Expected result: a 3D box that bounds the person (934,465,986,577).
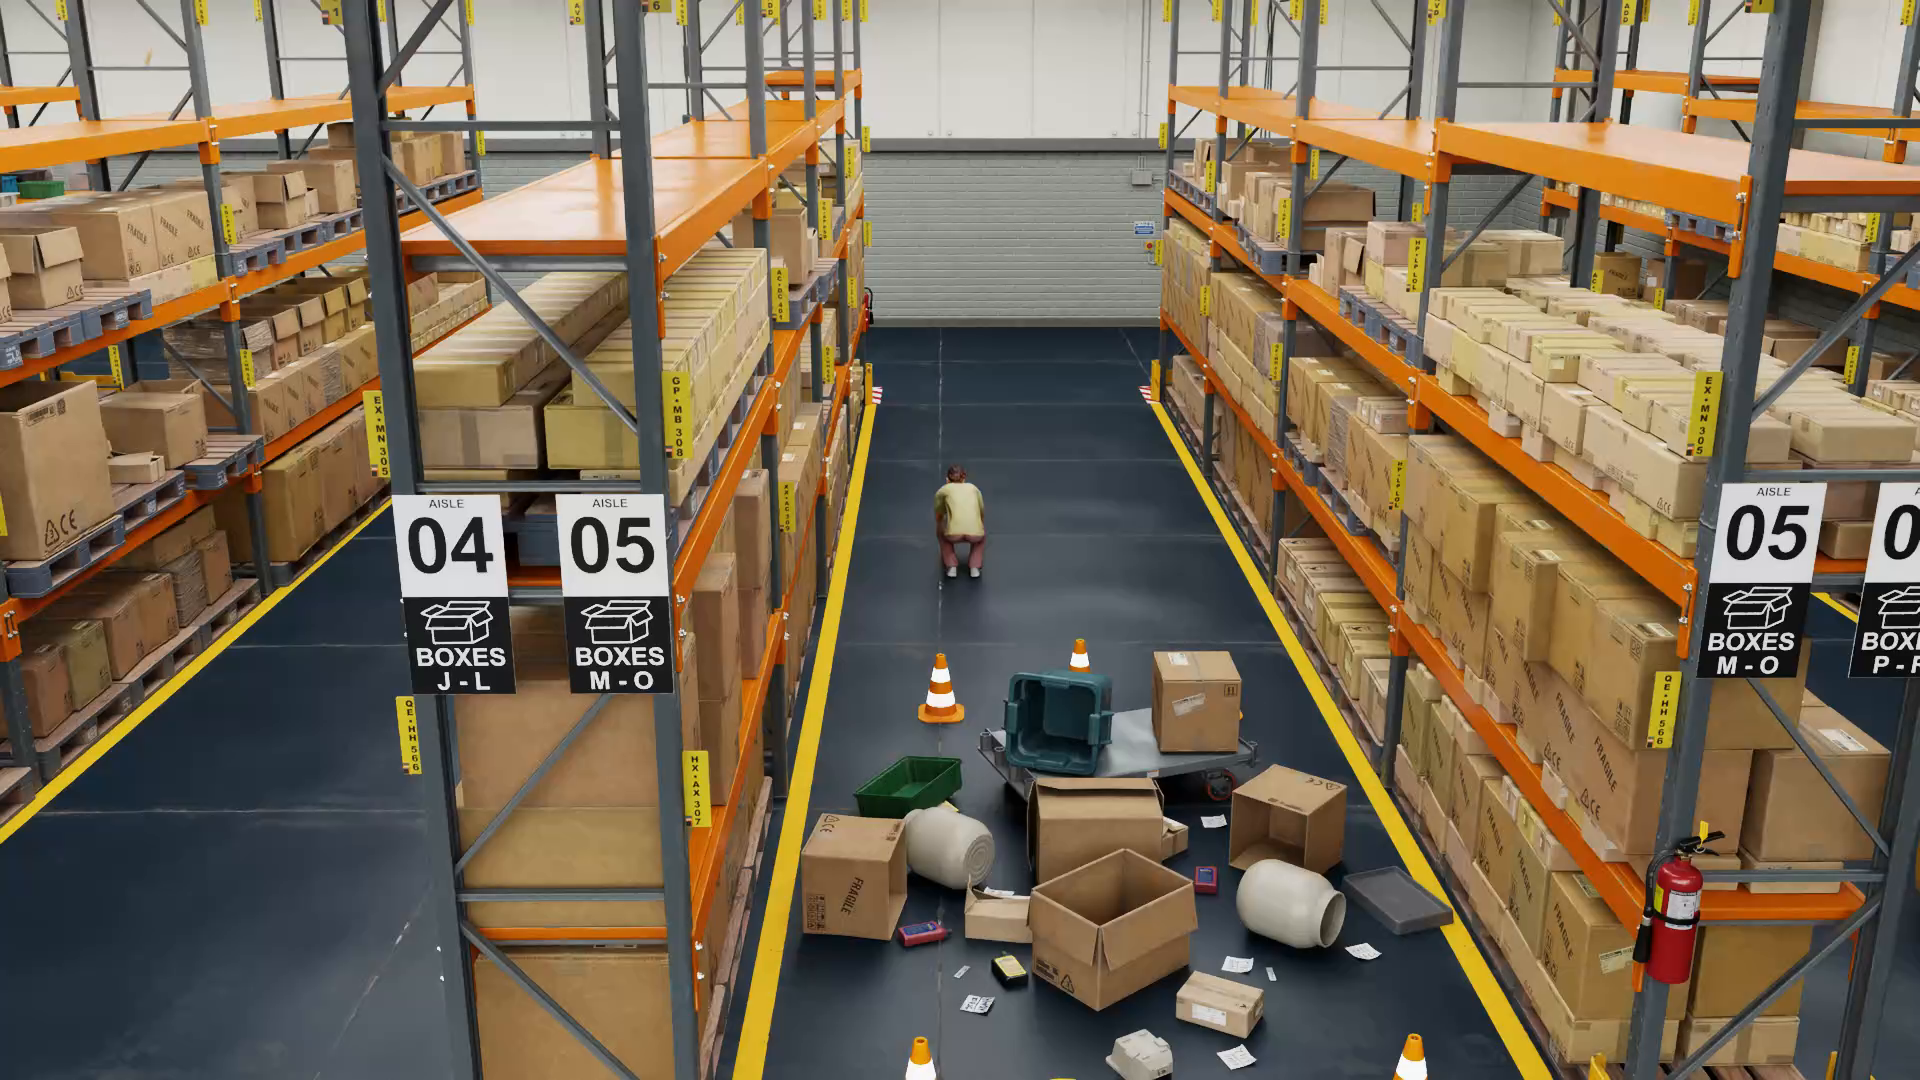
[{"bbox_3d":[0.005,-0.177,15.377,0.490,0.937,0.795,0,17,-1],"label":"person"}]
